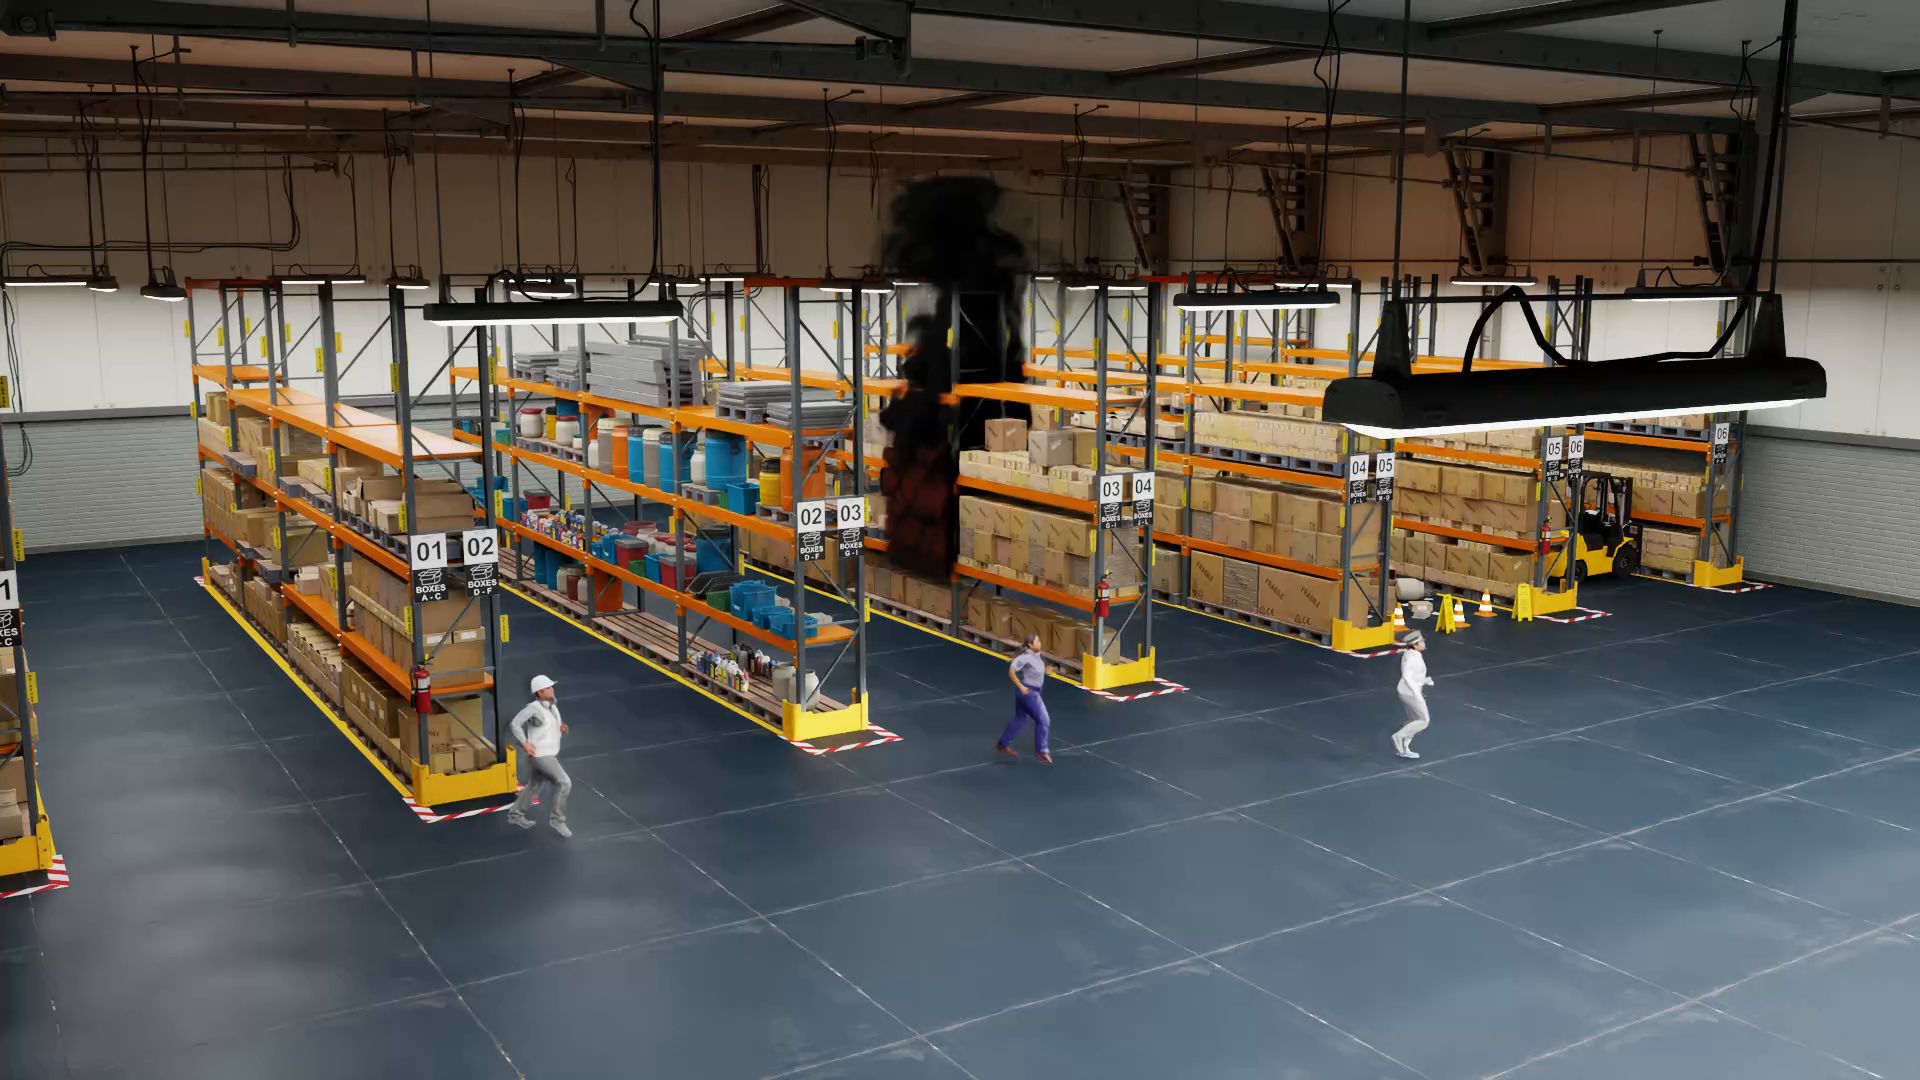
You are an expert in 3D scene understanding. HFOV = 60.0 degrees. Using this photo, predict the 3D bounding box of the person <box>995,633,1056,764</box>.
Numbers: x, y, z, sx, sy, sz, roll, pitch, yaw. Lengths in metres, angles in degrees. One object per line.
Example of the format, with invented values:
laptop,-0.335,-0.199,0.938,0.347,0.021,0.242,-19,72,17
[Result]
person,0.841,2.019,21.191,0.776,1.700,0.577,0,10,2

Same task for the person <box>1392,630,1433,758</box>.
person,5.822,1.971,21.340,0.548,1.669,0.605,0,10,0

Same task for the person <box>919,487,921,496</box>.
person,-0.886,-1.485,42.227,0.775,1.528,0.623,6,11,31

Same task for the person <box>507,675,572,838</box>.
person,-4.680,2.384,18.493,0.746,1.802,0.639,0,10,-1
